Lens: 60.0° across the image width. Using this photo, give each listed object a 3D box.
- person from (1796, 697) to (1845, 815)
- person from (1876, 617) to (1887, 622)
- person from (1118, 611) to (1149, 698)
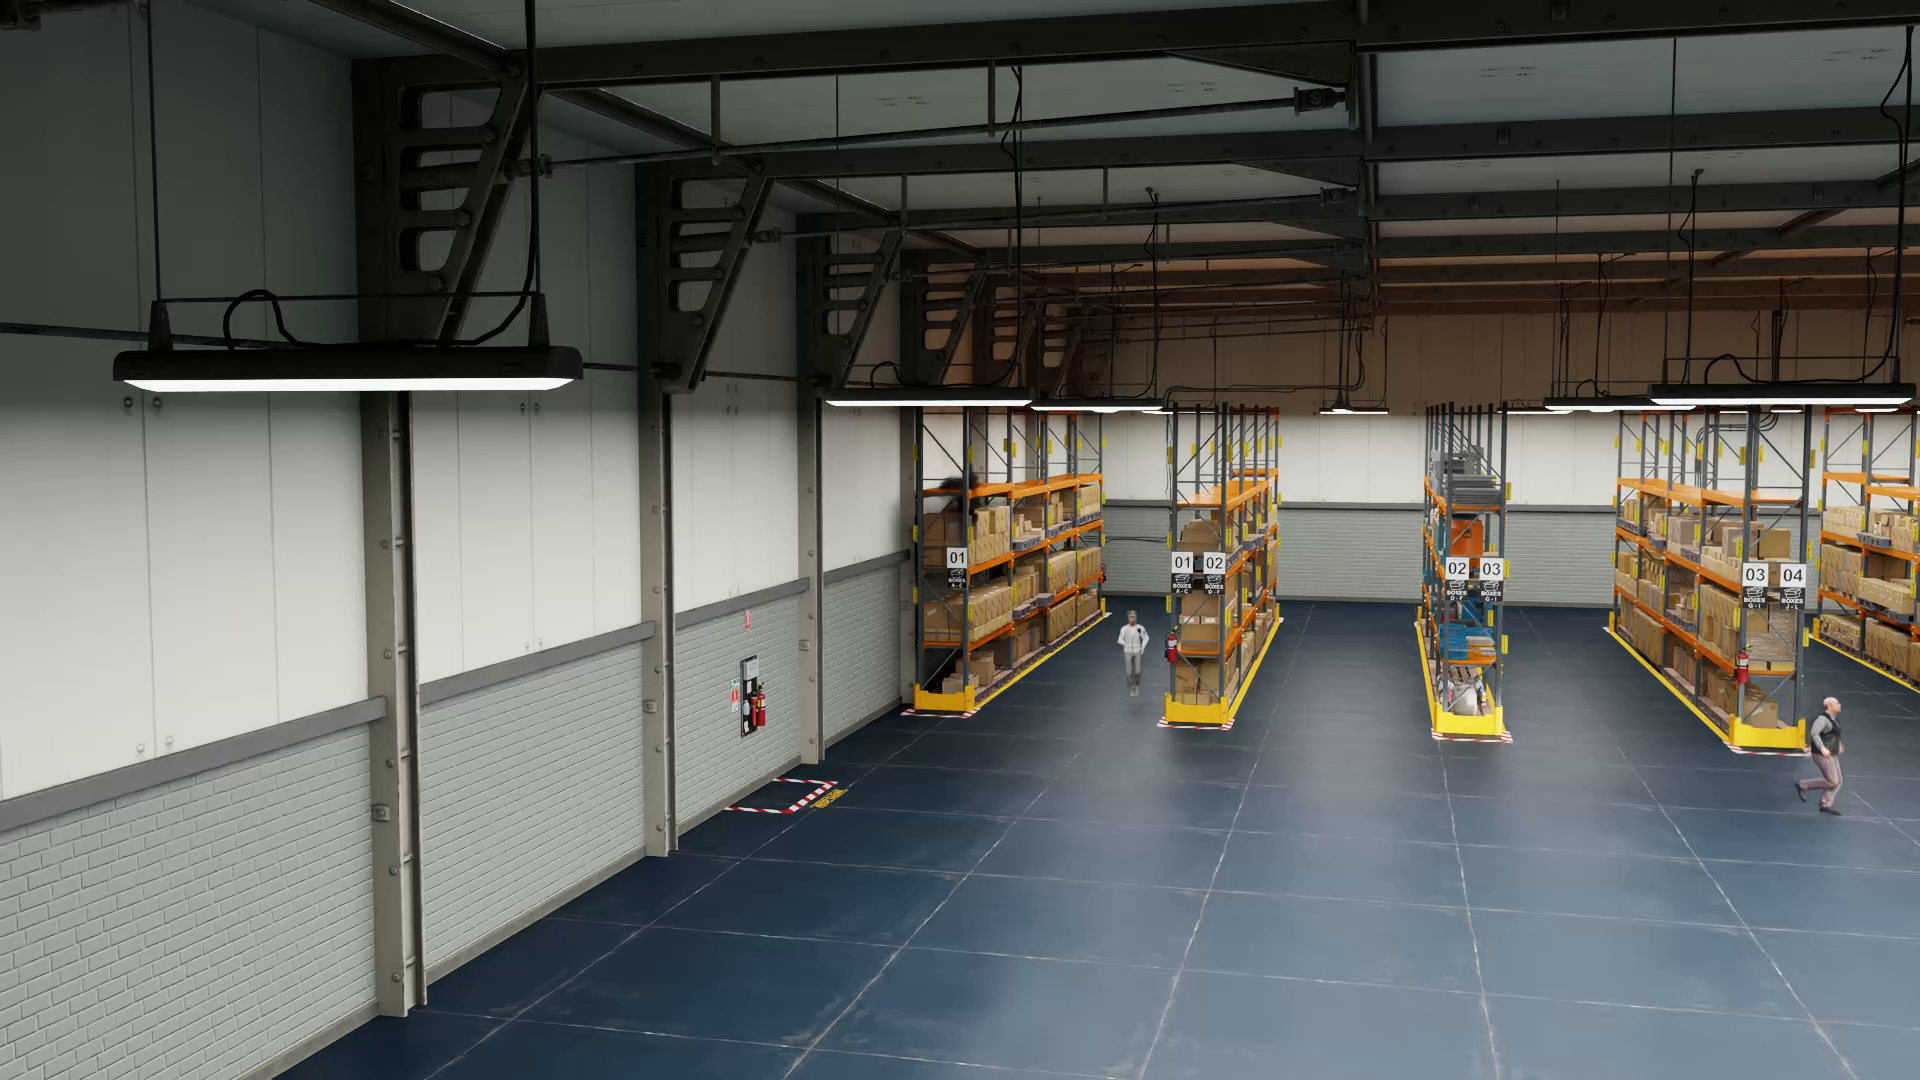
[{"bbox_3d":[12.504,3.111,24.130,0.619,1.689,0.679,3,5,39],"label":"person"},{"bbox_3d":[24.644,1.649,44.260,0.563,1.626,0.582,-1,4,-8],"label":"person"},{"bbox_3d":[3.372,2.230,32.345,0.600,1.713,0.566,0,4,6],"label":"person"}]
